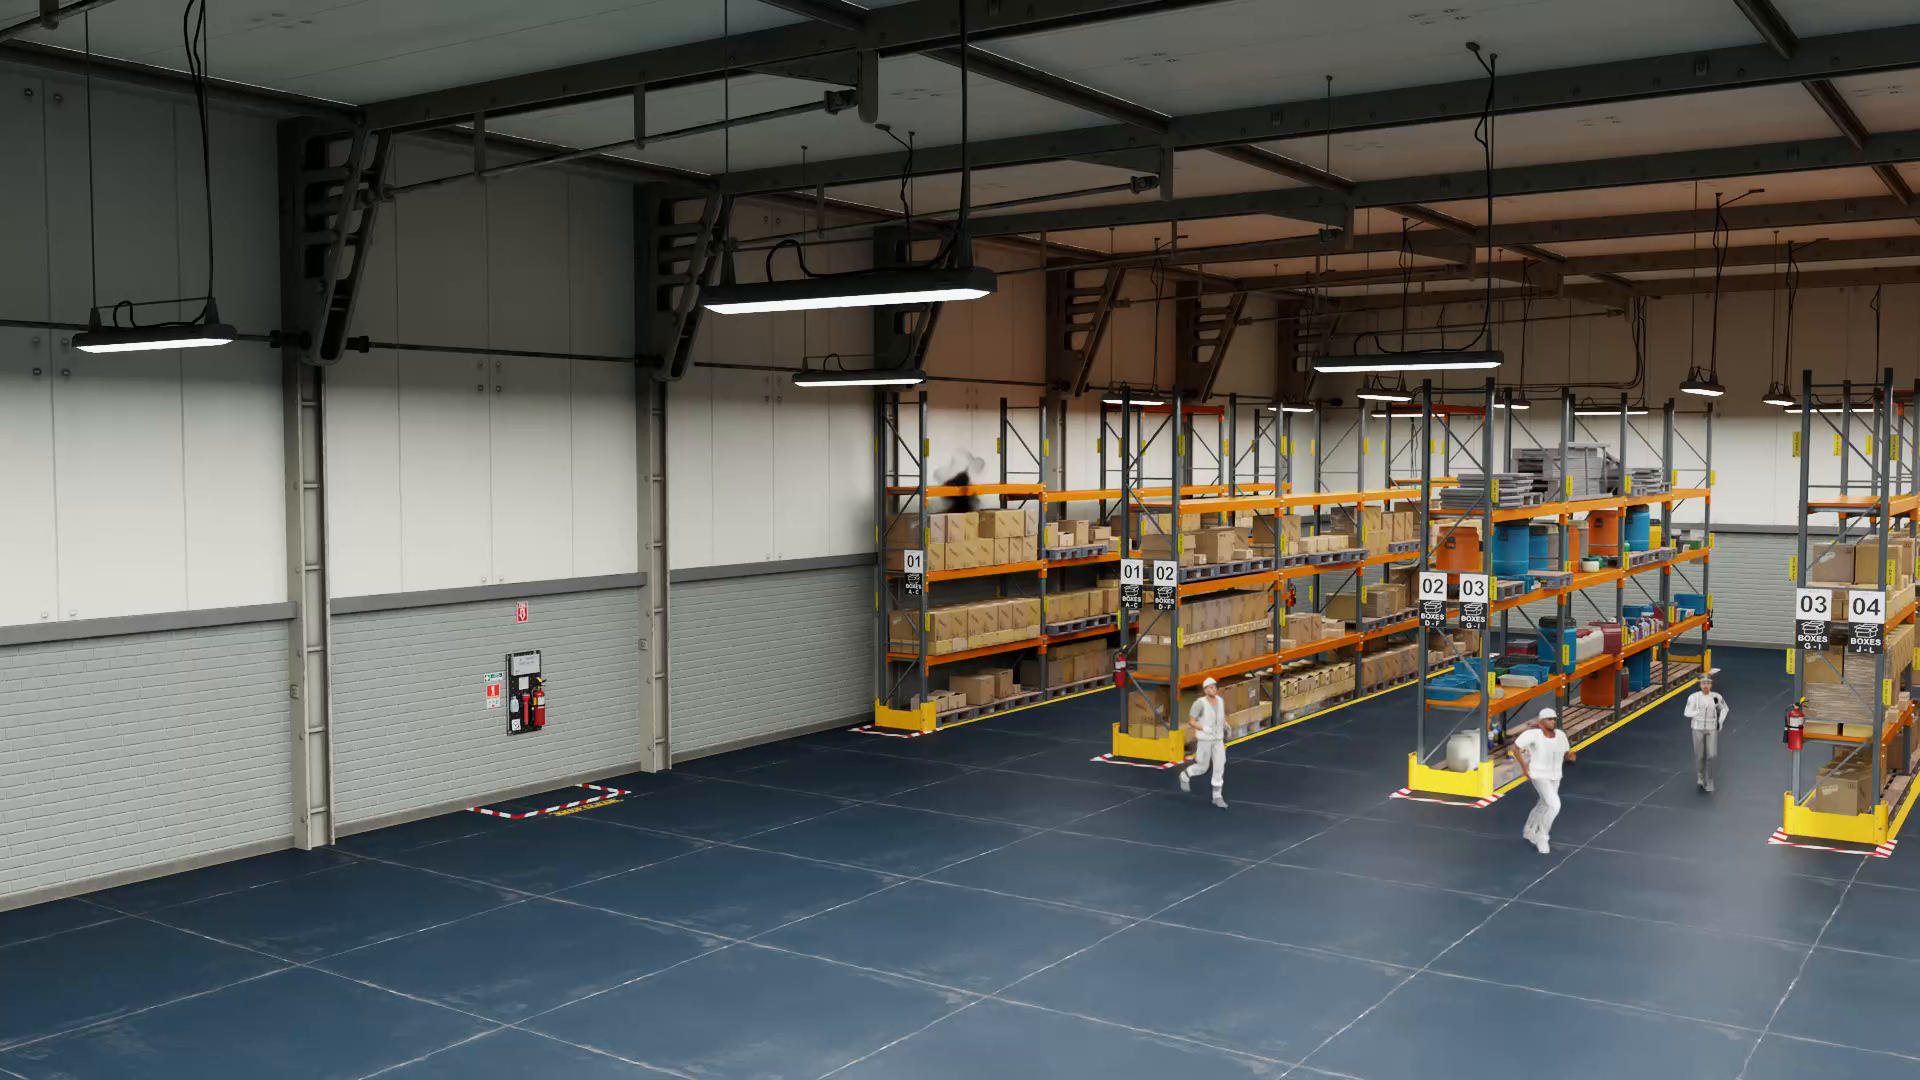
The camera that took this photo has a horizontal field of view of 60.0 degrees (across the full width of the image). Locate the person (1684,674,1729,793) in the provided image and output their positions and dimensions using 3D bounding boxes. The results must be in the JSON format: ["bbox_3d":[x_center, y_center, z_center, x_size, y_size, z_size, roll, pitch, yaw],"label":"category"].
[{"bbox_3d":[10.895,2.777,24.285,0.592,1.666,0.681,1,3,24],"label":"person"}]

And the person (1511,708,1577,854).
[{"bbox_3d":[7.308,2.991,20.686,0.661,1.823,0.747,-1,3,-23],"label":"person"}]

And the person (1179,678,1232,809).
[{"bbox_3d":[3.489,2.819,23.411,0.666,1.784,0.940,-2,4,-25],"label":"person"}]
